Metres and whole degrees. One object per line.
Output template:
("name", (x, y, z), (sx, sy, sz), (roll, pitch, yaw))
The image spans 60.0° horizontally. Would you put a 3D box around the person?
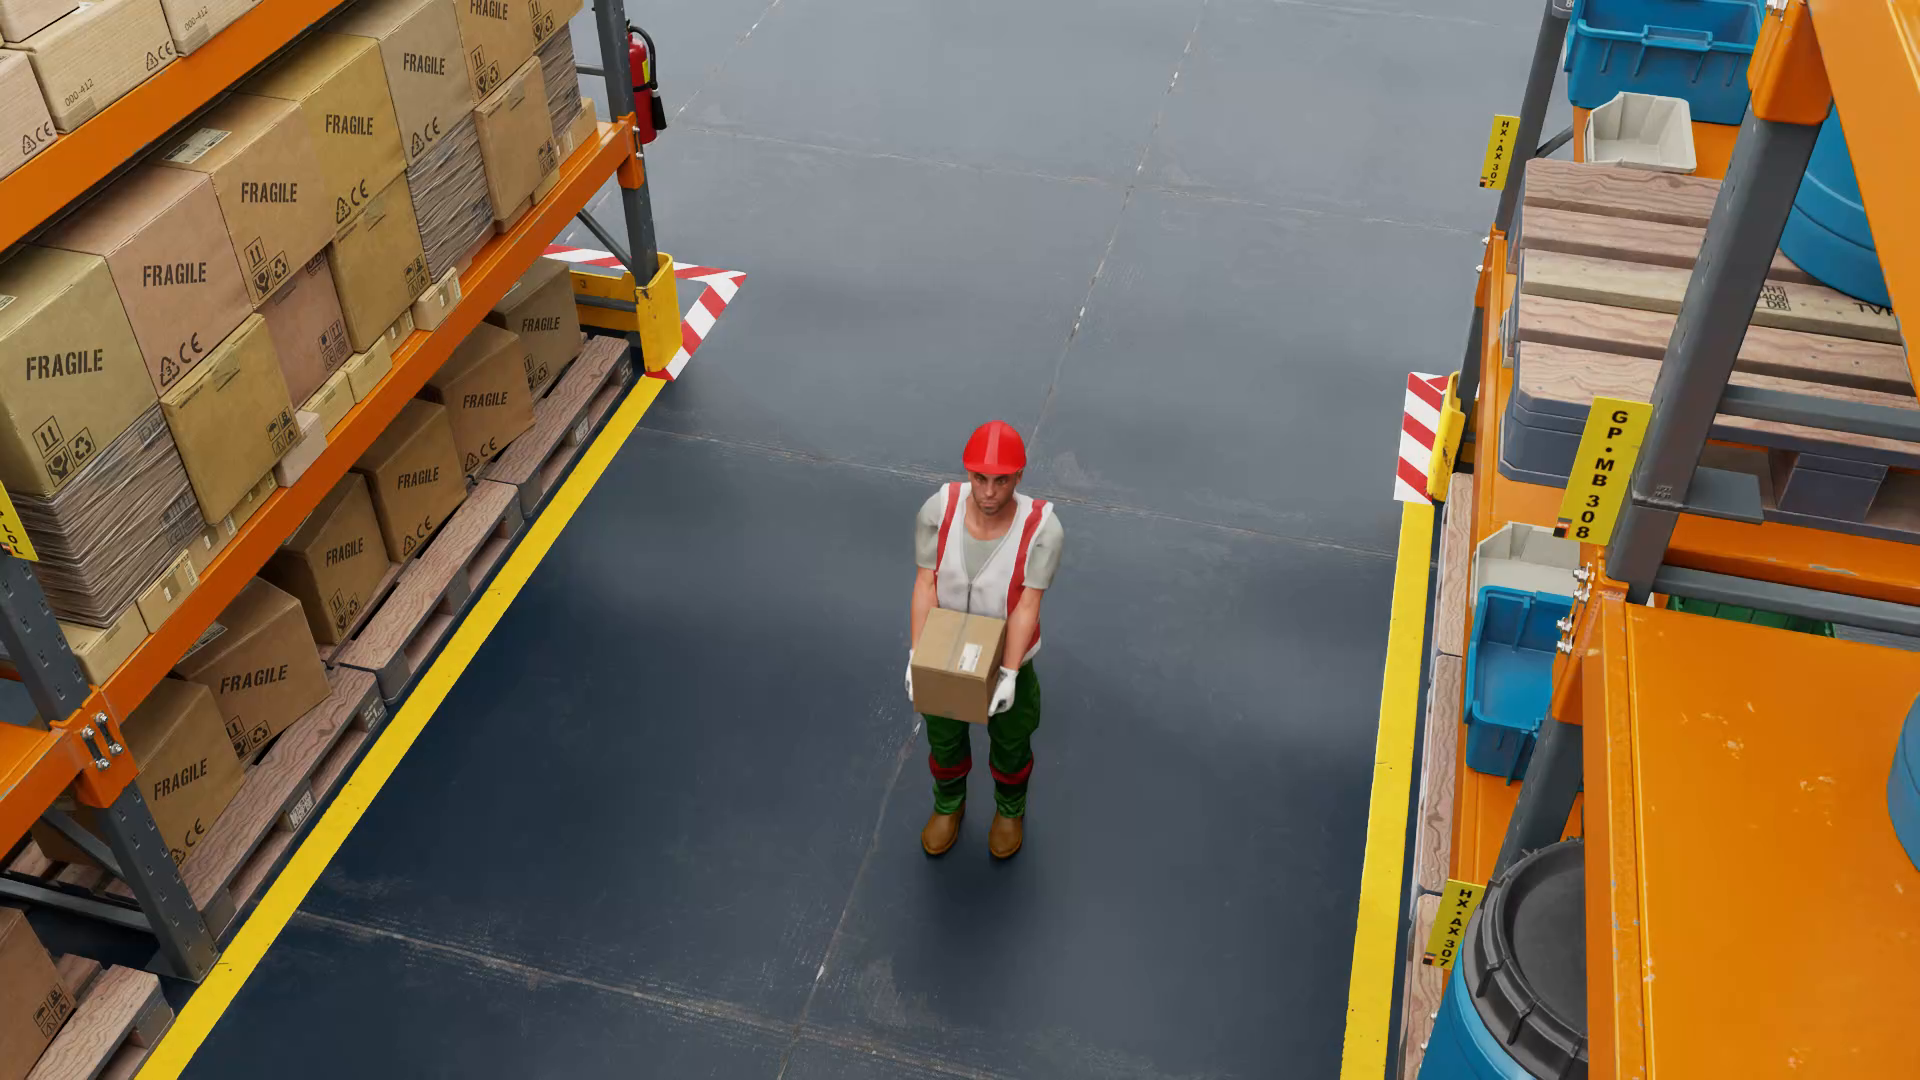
("person", (0.058, 0.431, 5.643), (0.493, 1.782, 0.572), (10, 42, 12))
